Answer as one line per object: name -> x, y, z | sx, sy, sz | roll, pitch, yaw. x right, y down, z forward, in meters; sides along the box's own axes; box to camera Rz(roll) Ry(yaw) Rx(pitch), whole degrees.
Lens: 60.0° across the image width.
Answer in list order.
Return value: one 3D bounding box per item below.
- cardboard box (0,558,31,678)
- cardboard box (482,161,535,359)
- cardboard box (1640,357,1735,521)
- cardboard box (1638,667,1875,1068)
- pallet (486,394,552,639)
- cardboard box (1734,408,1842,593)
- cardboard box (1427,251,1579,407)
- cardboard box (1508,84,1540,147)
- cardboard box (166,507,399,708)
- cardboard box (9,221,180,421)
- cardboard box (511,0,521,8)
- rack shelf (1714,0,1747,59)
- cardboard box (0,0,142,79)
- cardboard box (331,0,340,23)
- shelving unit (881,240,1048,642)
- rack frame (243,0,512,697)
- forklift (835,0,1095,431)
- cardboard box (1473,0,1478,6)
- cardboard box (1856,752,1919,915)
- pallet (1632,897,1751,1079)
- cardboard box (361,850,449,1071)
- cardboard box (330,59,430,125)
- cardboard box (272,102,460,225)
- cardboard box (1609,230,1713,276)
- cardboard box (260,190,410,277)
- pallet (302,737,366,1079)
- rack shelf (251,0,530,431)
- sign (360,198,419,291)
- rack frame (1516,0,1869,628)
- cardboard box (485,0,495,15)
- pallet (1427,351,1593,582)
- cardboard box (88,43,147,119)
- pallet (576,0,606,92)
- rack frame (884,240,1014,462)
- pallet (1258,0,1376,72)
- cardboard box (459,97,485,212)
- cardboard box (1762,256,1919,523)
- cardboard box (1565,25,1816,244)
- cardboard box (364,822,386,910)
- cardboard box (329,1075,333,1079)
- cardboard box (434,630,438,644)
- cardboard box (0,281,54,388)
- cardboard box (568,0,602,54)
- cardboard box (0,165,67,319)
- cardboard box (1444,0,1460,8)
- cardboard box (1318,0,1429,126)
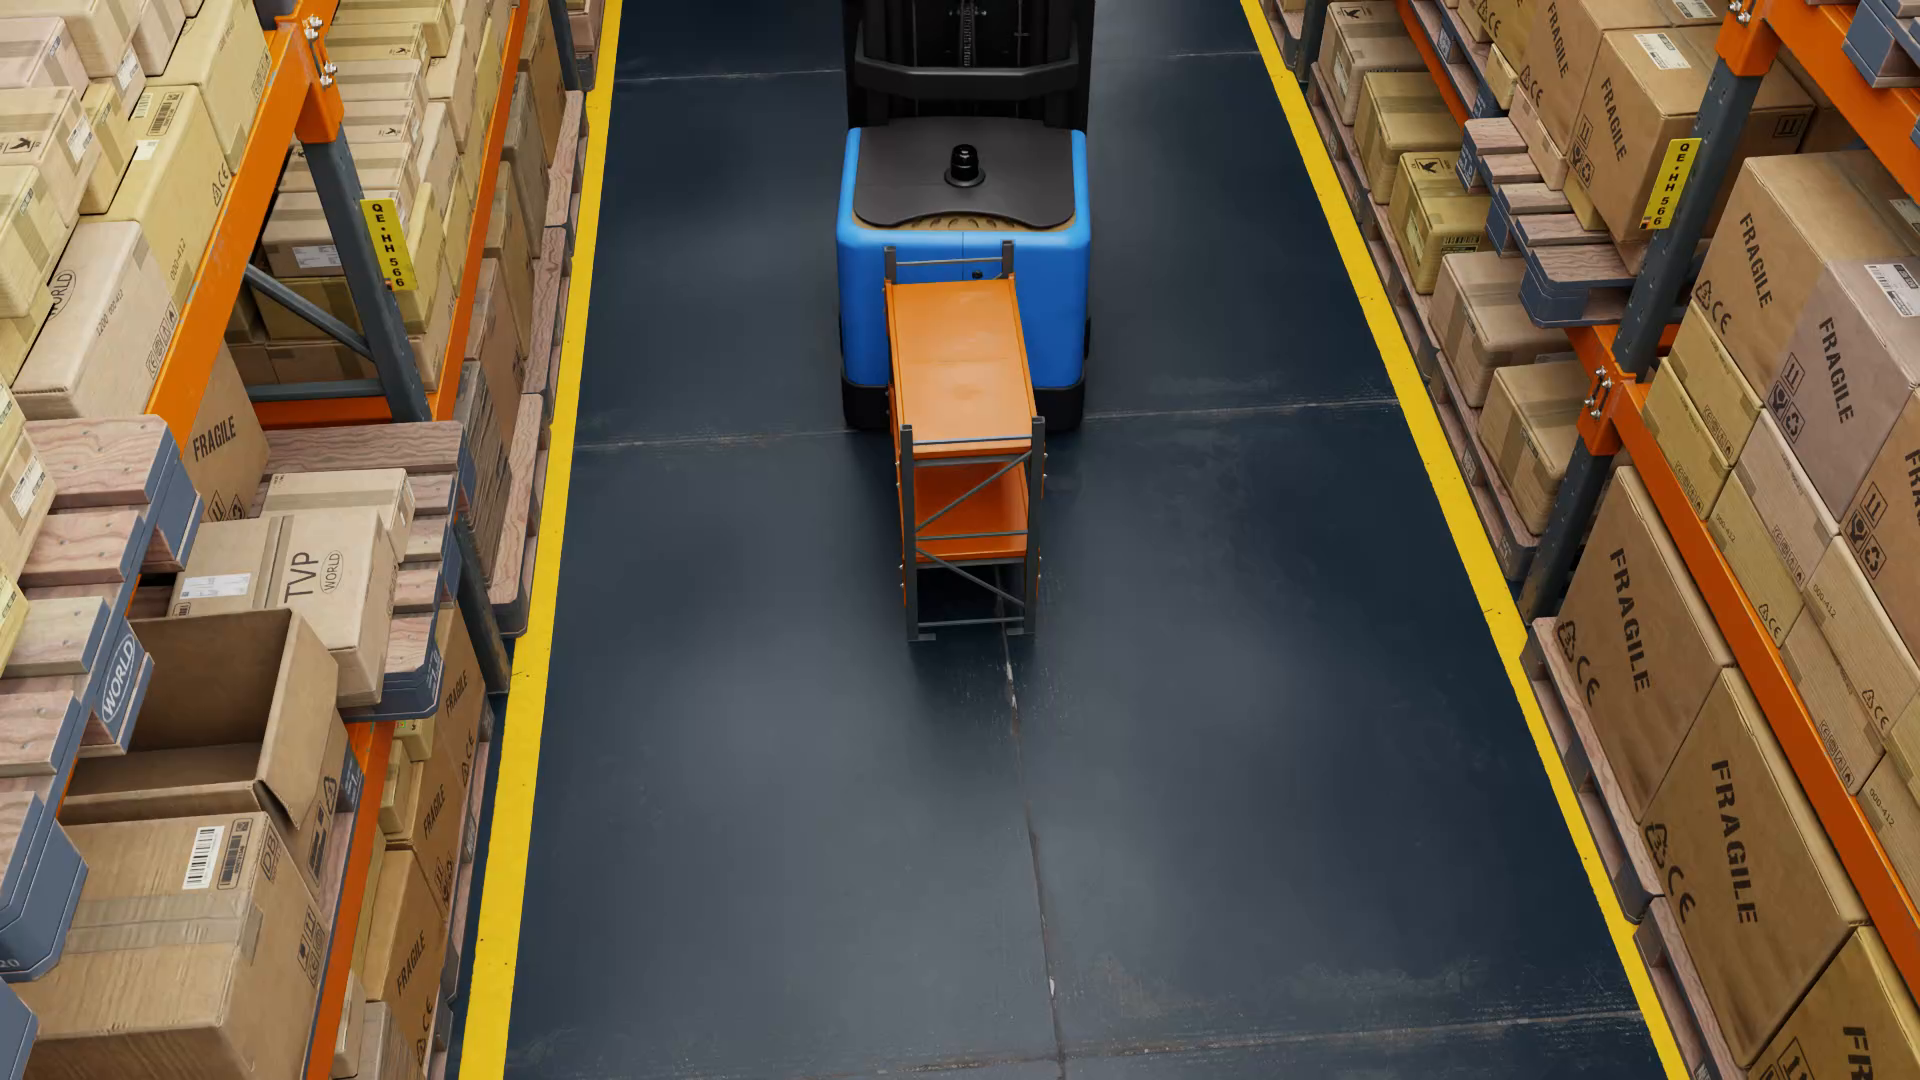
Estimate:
cardboard box -> -1.615, 0.151, 2.427 | 0.380, 0.149, 0.250 | -2, 47, -2
cardboard box -> -2.379, -1.195, 7.299 | 0.875, 0.625, 0.625 | -5, 47, -5
cardboard box -> 2.515, -0.339, 5.245 | 0.500, 0.250, 0.500 | -4, 47, -4
cardboard box -> 2.770, 0.976, 5.070 | 0.875, 0.875, 0.875 | -3, 47, -3
pallet -> -2.251, -0.095, 6.831 | 1.003, 0.211, 1.213 | -3, 47, -3
cardboard box -> 2.563, -0.125, 4.698 | 0.500, 0.250, 0.500 | -2, 47, -2
cardboard box -> 2.617, -0.944, 7.235 | 0.950, 0.372, 0.625 | -4, 47, -4
cardboard box -> 2.289, -1.593, 6.213 | 0.380, 0.149, 0.250 | -5, 47, -5
cardboard box -> -1.811, 0.195, 4.450 | 0.500, 0.250, 0.500 | -5, 47, -5
cardboard box -> -1.852, -0.354, 3.193 | 0.500, 0.250, 0.500 | -3, 47, -3
cardboard box -> -2.206, -2.586, 7.373 | 0.500, 0.250, 0.500 | -4, 47, -4
rack shelf -> 2.557, -2.991, 6.083 | 1.077, 0.370, 4.000 | -3, 47, -3
cardboard box -> -1.908, -1.059, 3.381 | 0.380, 0.149, 0.250 | -5, 47, -5
cardboard box -> -2.191, -2.077, 6.272 | 0.380, 0.149, 0.250 | -3, 47, -3
shelving unit -> 0.001, -0.382, 6.473 | 0.538, 1.125, 1.048 | -3, 47, -3
rack frame -> -2.221, -0.456, 5.252 | 1.000, 3.000, 0.127 | -3, 47, -3
forklift -> 0.040, -2.538, 7.271 | 1.130, 2.935, 3.031 | 1, 47, 1
cardboard box -> 2.267, -2.487, 6.613 | 0.500, 0.500, 0.500 | -5, 47, -5
cardboard box -> 2.658, 0.768, 4.197 | 0.500, 0.250, 0.500 | -3, 47, -3
pallet -> 2.814, 1.654, 5.175 | 1.003, 0.211, 1.213 | -3, 47, -3
cardboard box -> -1.894, 1.293, 5.028 | 0.500, 0.500, 0.500 | -2, 47, -2
cardboard box -> -2.060, -1.528, 5.752 | 0.380, 0.149, 0.250 | -3, 47, -3
cardboard box -> -2.056, -1.275, 5.787 | 0.500, 0.250, 0.500 | -2, 47, -2
cardboard box -> 2.463, -1.041, 5.691 | 0.380, 0.149, 0.250 | -2, 47, -2
cardboard box -> -1.955, -0.962, 5.216 | 0.380, 0.149, 0.250 | -2, 47, -2
pallet -> -2.054, 1.017, 3.990 | 1.003, 0.211, 1.213 | -3, 47, -3
rack shelf -> -2.389, -1.656, 6.884 | 1.077, 0.370, 4.000 | -3, 47, -3
sign -> -1.681, -0.867, 4.899 | 0.100, 0.325, 0.005 | -3, 47, -3
rack frame -> 2.725, -0.760, 5.541 | 1.000, 3.000, 0.127 | -3, 47, -3
cardboard box -> -2.173, -2.389, 6.842 | 0.500, 0.250, 0.500 | -3, 47, -3
pallet -> 2.661, -0.367, 7.089 | 1.003, 0.211, 1.213 | -3, 47, -3
cardboard box -> -1.953, -0.951, 3.484 | 0.380, 0.149, 0.250 | -3, 47, -2
pallet -> -2.581, -2.969, 9.553 | 1.003, 0.211, 1.213 | -3, 47, -3
rack frame -> -0.042, -0.750, 6.822 | 0.500, 1.125, 0.032 | -3, 47, -3
pallet -> 2.298, -3.179, 9.752 | 1.003, 0.211, 1.213 | -3, 47, -3
cardboard box -> -2.102, -1.477, 6.322 | 0.500, 0.250, 0.500 | -5, 47, -5
cardboard box -> 2.573, -0.409, 4.450 | 0.500, 0.500, 0.500 | -3, 47, -3
cardboard box -> 2.409, -1.353, 5.539 | 0.500, 0.500, 0.500 | -5, 47, -4
cardboard box -> -1.919, 0.961, 4.896 | 0.380, 0.149, 0.250 | -2, 47, -2
cardboard box -> -1.875, 1.520, 4.367 | 0.380, 0.149, 0.250 | -3, 47, -3
cardboard box -> -1.928, 0.378, 5.448 | 0.380, 0.149, 0.250 | -6, 47, -5
cardboard box -> -1.870, -0.399, 2.961 | 0.380, 0.149, 0.250 | -2, 47, -2
cardboard box -> -2.267, -2.919, 9.190 | 0.500, 0.250, 0.500 | -3, 47, -3
cardboard box -> -1.789, -0.506, 2.857 | 0.380, 0.149, 0.250 | -3, 47, -3
cardboard box -> 2.202, -2.349, 6.929 | 0.380, 0.149, 0.250 | -2, 47, -2
cardboard box -> 2.436, -2.516, 8.724 | 0.950, 0.372, 0.625 | -3, 47, -3
